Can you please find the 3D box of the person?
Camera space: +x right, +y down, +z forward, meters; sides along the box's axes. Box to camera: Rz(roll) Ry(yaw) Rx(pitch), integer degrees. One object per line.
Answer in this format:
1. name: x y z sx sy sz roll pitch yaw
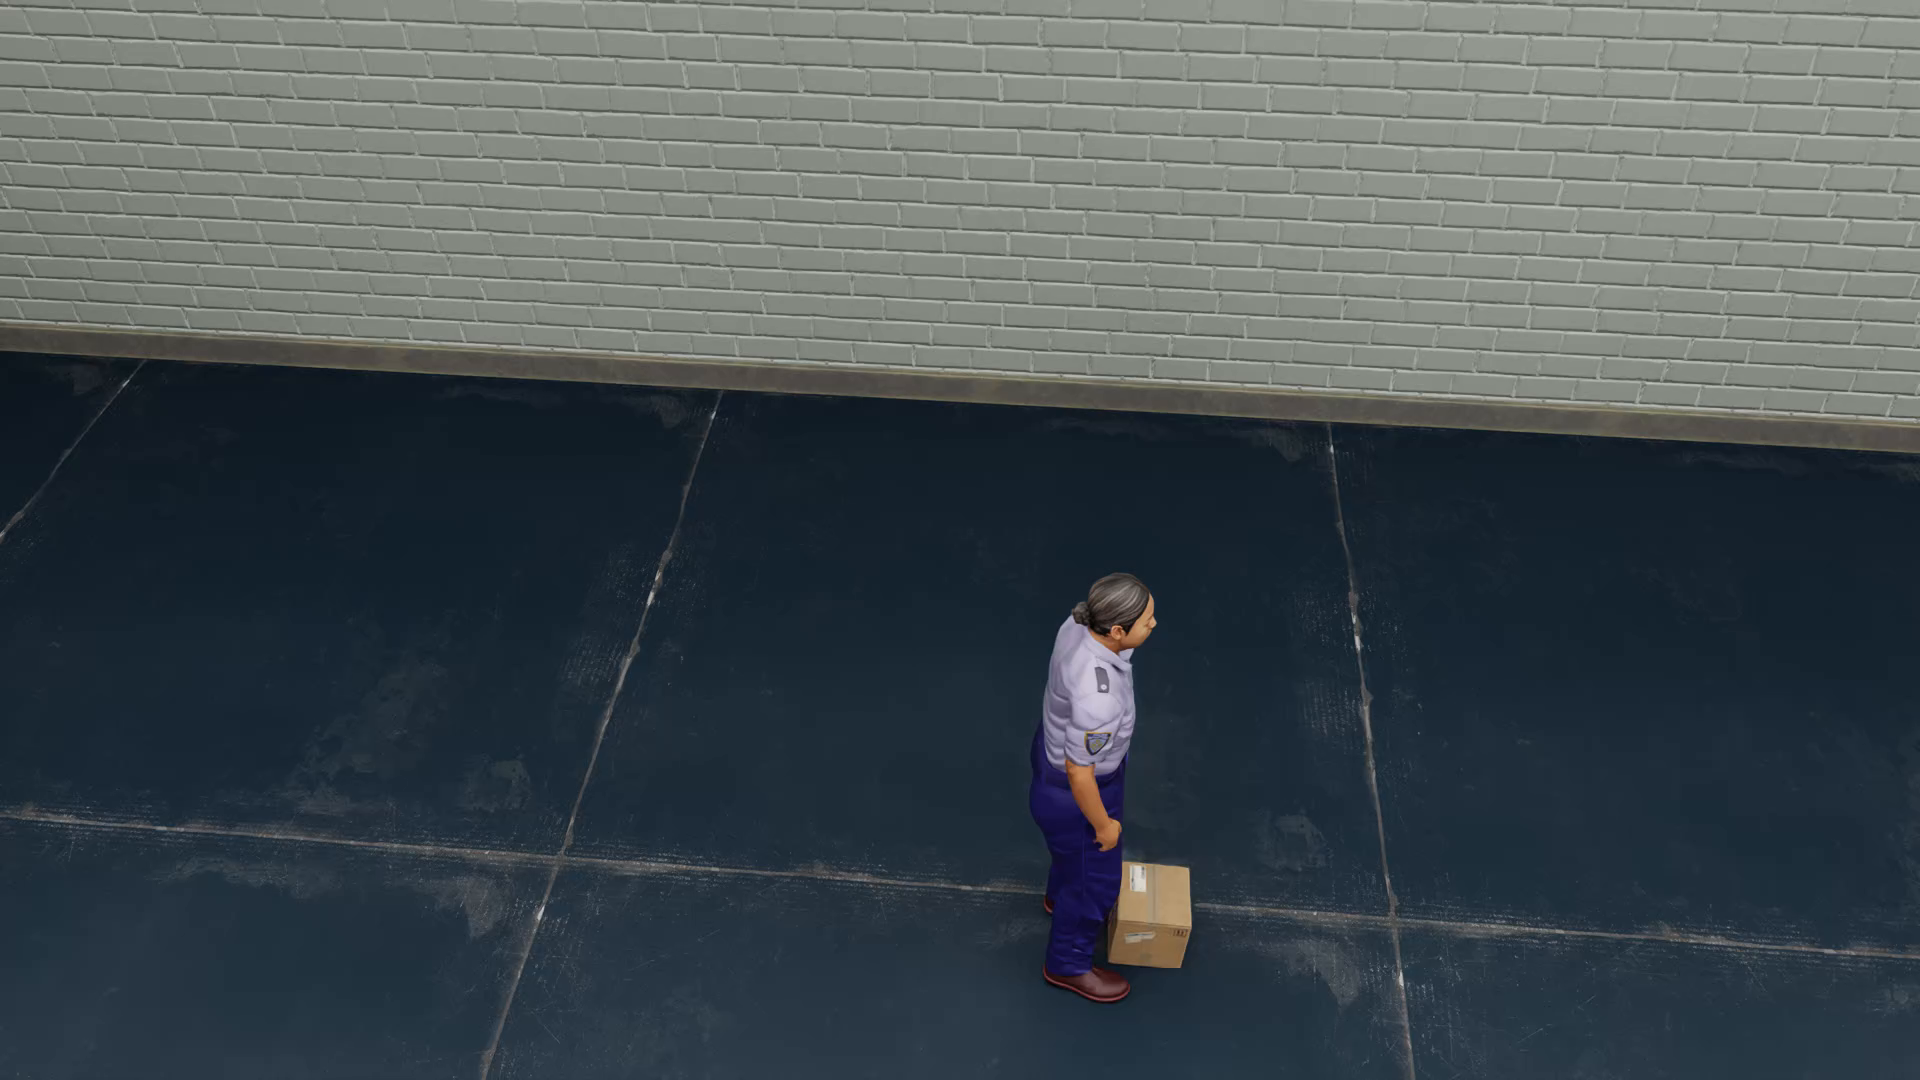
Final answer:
1. person: 0.404 0.762 5.275 0.369 1.637 0.537 2 40 2
